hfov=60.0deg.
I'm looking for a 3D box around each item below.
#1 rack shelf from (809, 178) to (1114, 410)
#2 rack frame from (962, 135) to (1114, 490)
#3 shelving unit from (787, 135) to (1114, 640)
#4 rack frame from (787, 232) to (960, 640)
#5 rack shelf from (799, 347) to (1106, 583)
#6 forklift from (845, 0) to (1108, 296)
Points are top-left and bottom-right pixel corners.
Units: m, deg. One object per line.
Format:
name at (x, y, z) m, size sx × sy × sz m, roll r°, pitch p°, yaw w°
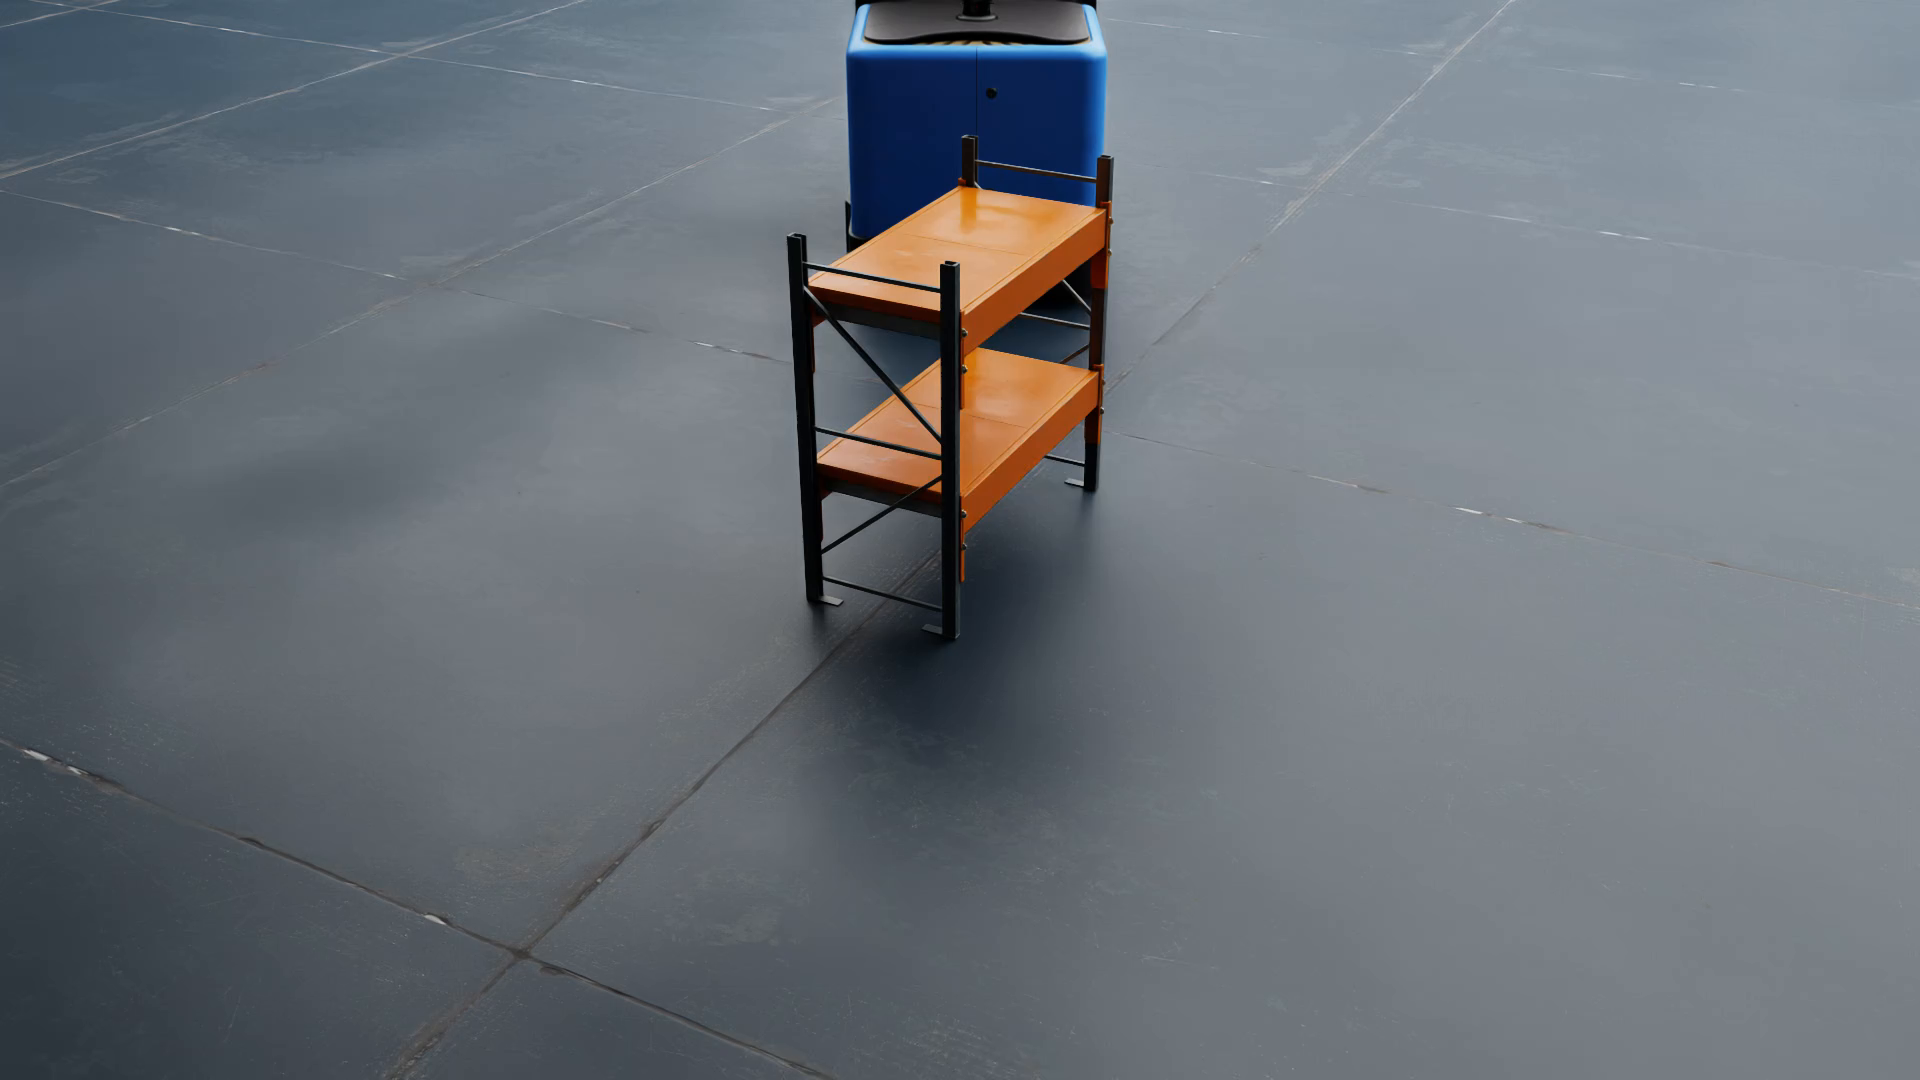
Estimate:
rack shelf at (0.003, -0.745, 4.829) m, size 0.538 × 0.278 × 1.000 m, roll 14°, pitch 33°, yaw 23°
rack frame at (0.235, -0.716, 5.368) m, size 0.500 × 1.125 × 0.032 m, roll 14°, pitch 33°, yaw 23°
shelving unit at (0.003, -0.491, 4.975) m, size 0.538 × 1.125 × 1.048 m, roll 14°, pitch 33°, yaw 23°
rack frame at (-0.229, -0.265, 4.583) m, size 0.500 × 1.125 × 0.032 m, roll 14°, pitch 33°, yaw 23°
rack shelf at (0.003, -0.279, 5.097) m, size 0.538 × 0.278 × 1.000 m, roll 14°, pitch 33°, yaw 23°
forklift at (0.073, -2.971, 7.480) m, size 1.130 × 2.935 × 3.031 m, roll 0°, pitch 30°, yaw 0°
